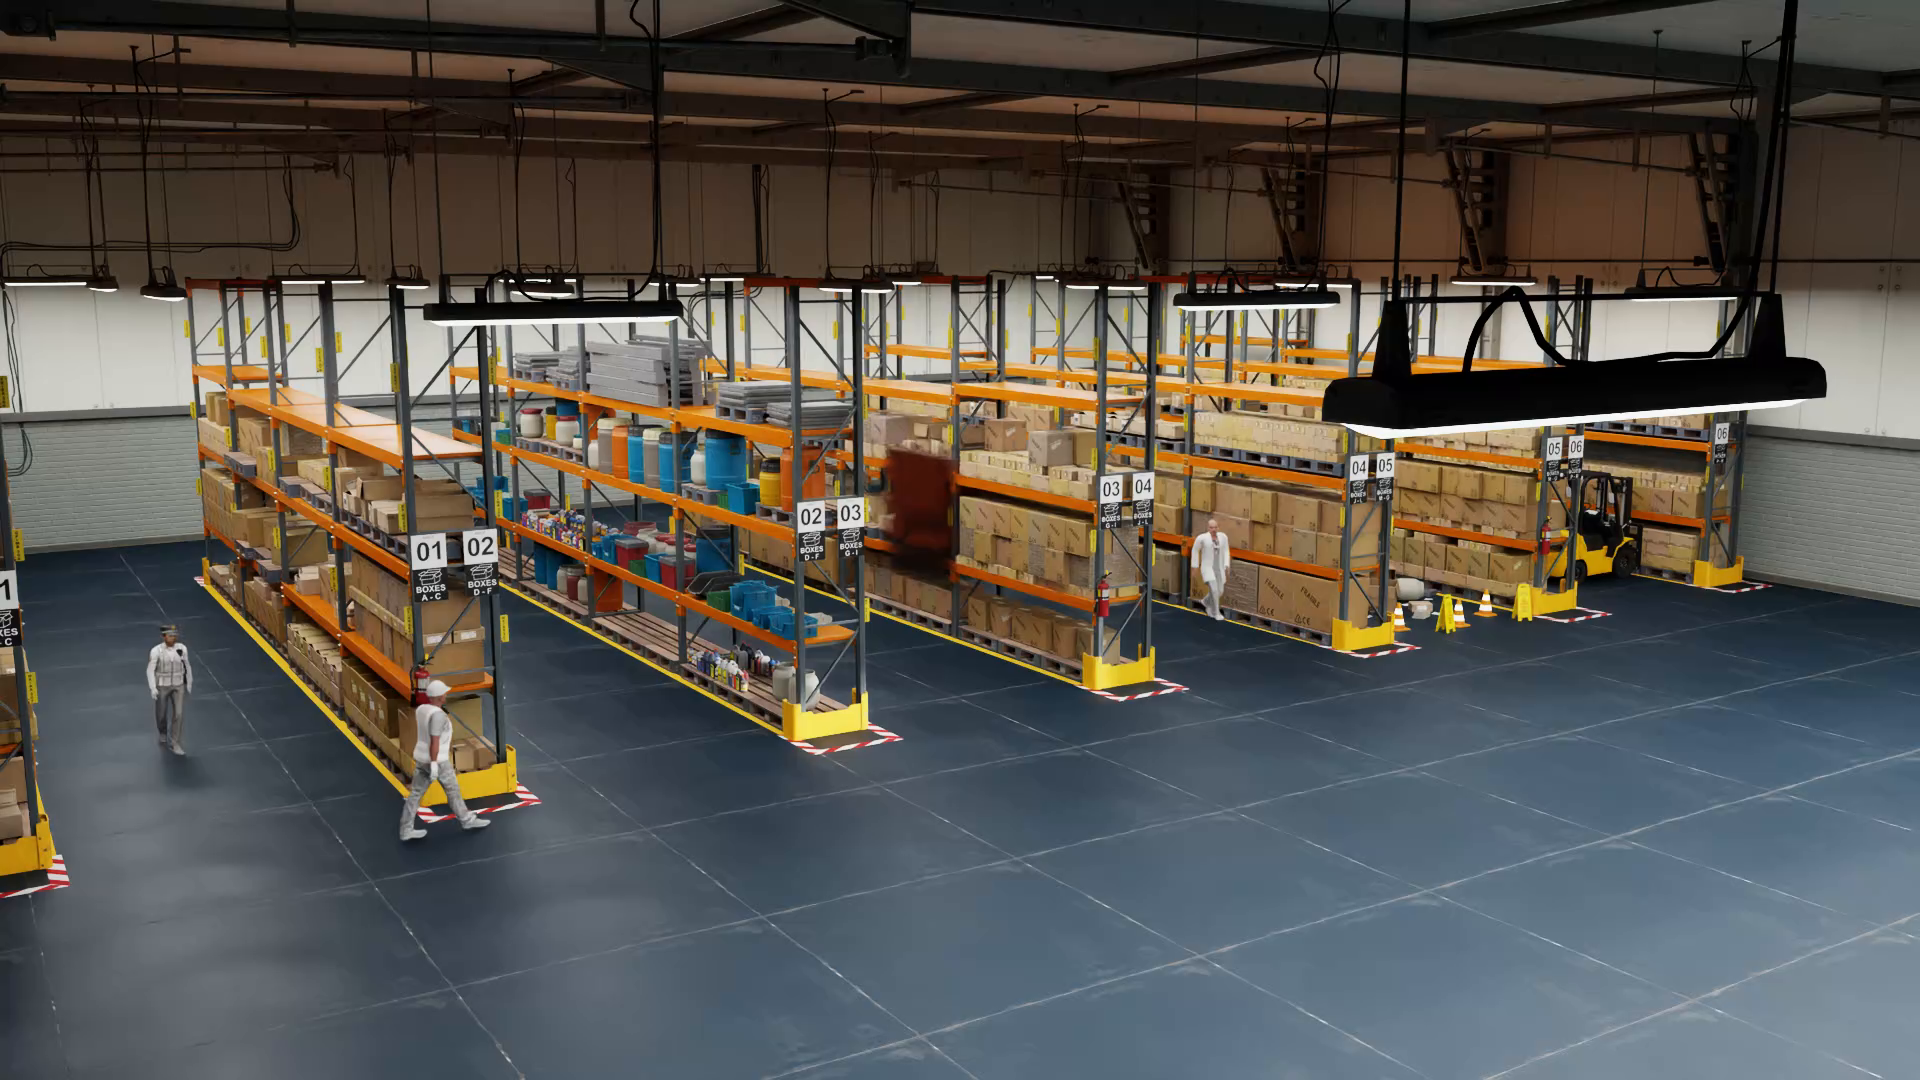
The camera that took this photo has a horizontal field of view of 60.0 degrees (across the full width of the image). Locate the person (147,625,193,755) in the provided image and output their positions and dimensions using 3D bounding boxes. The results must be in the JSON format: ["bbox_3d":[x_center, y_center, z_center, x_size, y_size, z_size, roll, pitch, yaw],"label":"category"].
[{"bbox_3d":[-10.297,1.925,21.715,0.569,1.682,0.738,-7,12,-38],"label":"person"}]

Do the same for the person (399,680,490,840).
[{"bbox_3d":[-5.765,2.396,18.398,0.983,1.717,0.603,-9,13,-44],"label":"person"}]

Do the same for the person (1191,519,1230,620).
[{"bbox_3d":[4.280,0.506,28.346,0.620,1.761,0.800,-3,10,-18],"label":"person"}]
